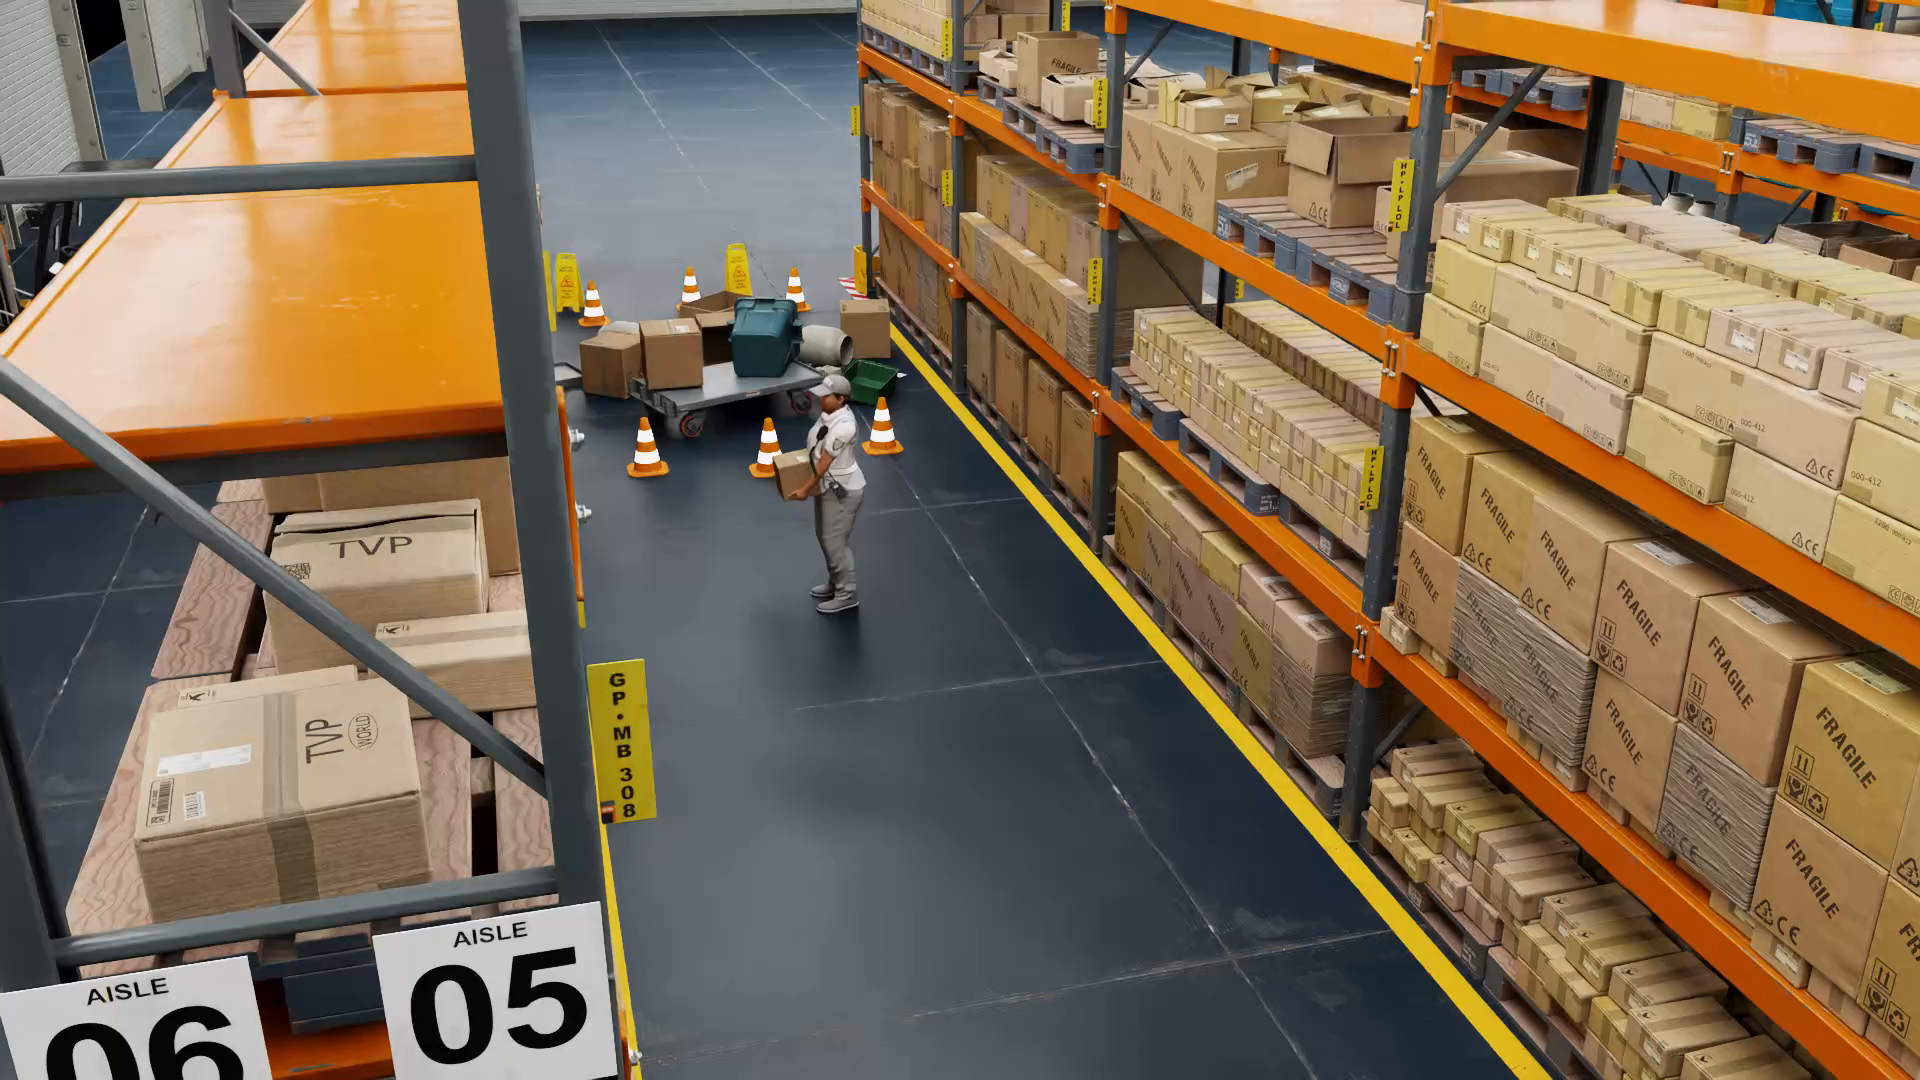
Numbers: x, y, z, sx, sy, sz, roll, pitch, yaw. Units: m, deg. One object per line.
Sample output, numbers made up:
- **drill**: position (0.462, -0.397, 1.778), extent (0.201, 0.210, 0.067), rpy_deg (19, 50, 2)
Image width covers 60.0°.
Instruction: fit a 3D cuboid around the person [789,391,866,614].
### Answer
- **person**: position (1.340, -10.777, 30.355), extent (16.727, 6.007, 40.629), rpy_deg (-6, 24, -15)
